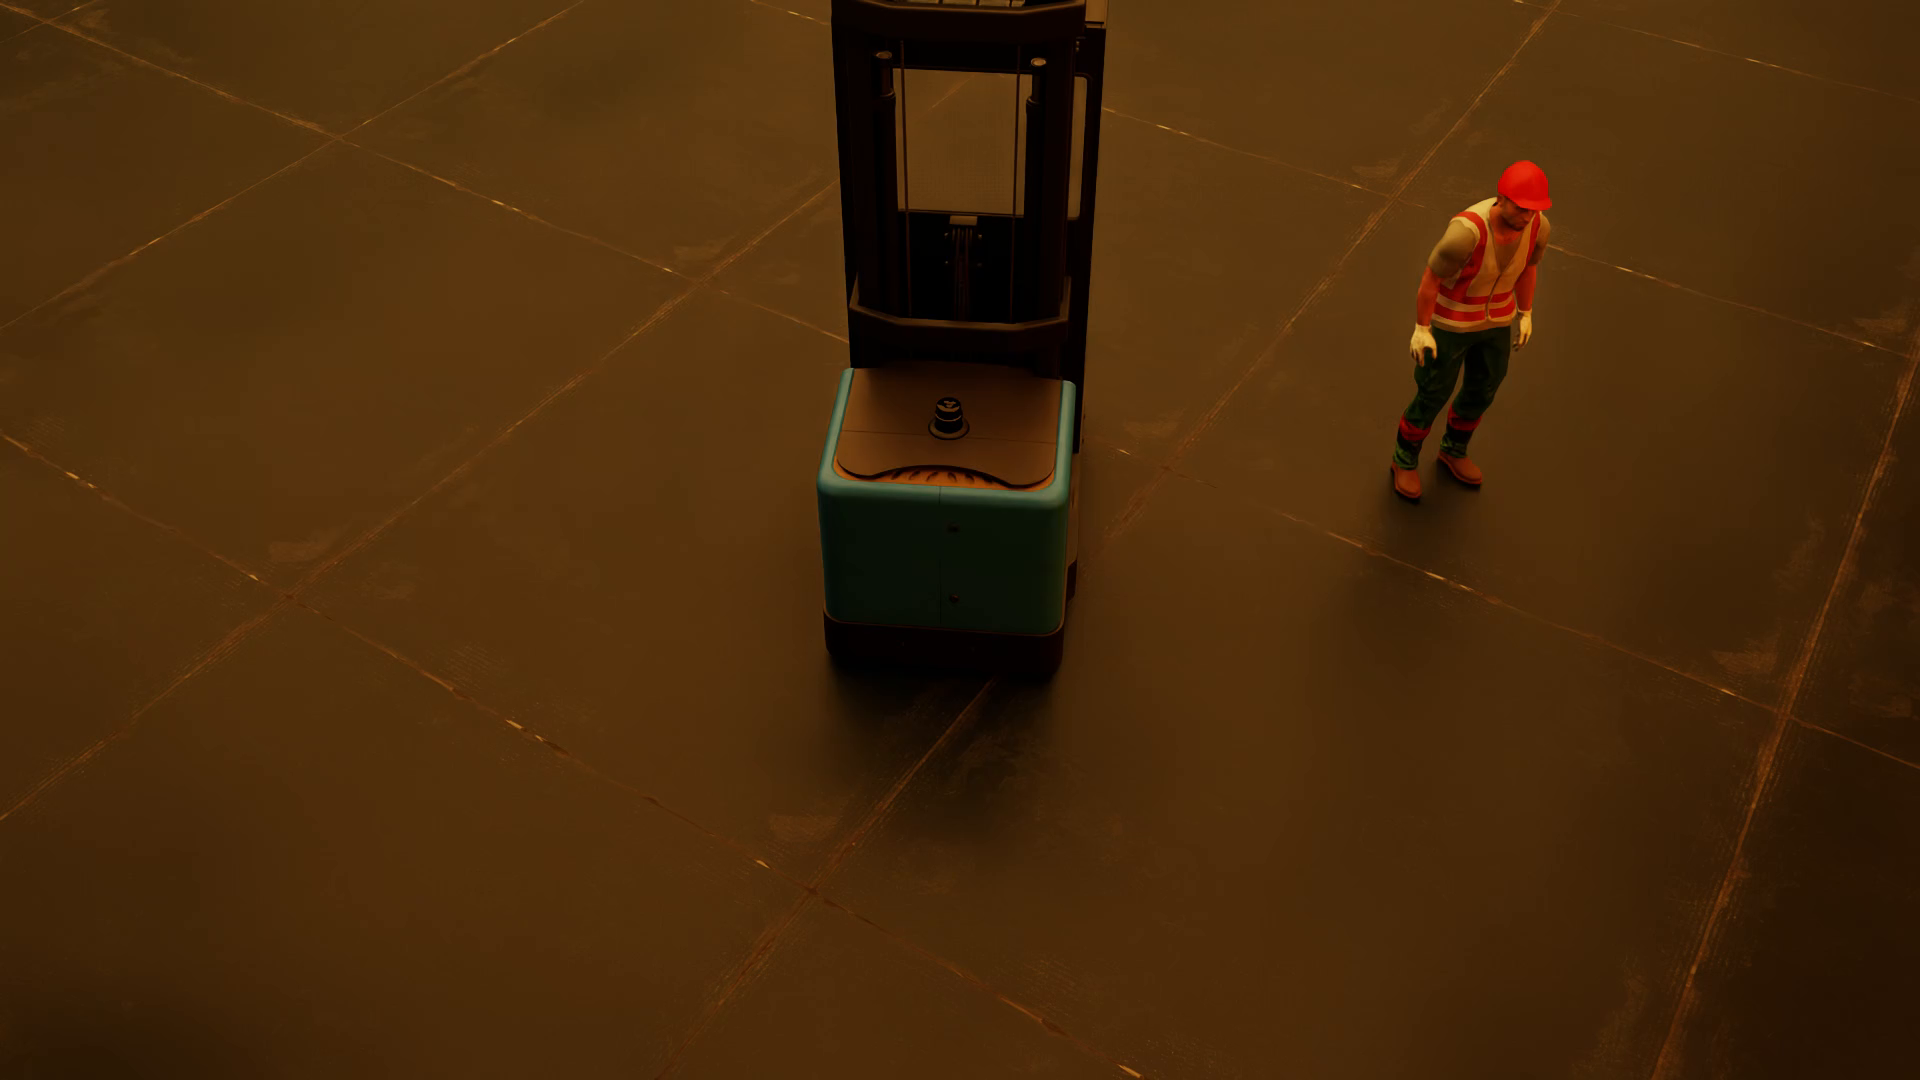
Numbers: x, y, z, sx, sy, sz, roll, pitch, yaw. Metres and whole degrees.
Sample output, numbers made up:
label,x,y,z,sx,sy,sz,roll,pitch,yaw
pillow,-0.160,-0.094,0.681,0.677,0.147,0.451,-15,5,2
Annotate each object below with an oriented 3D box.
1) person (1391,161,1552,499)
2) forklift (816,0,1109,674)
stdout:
label,x,y,z,sx,sy,sz,roll,pitch,yaw
person,2.387,-0.988,7.731,0.620,1.777,0.451,-10,44,-11
forklift,0.059,-1.491,7.421,1.130,2.935,3.031,4,44,4
